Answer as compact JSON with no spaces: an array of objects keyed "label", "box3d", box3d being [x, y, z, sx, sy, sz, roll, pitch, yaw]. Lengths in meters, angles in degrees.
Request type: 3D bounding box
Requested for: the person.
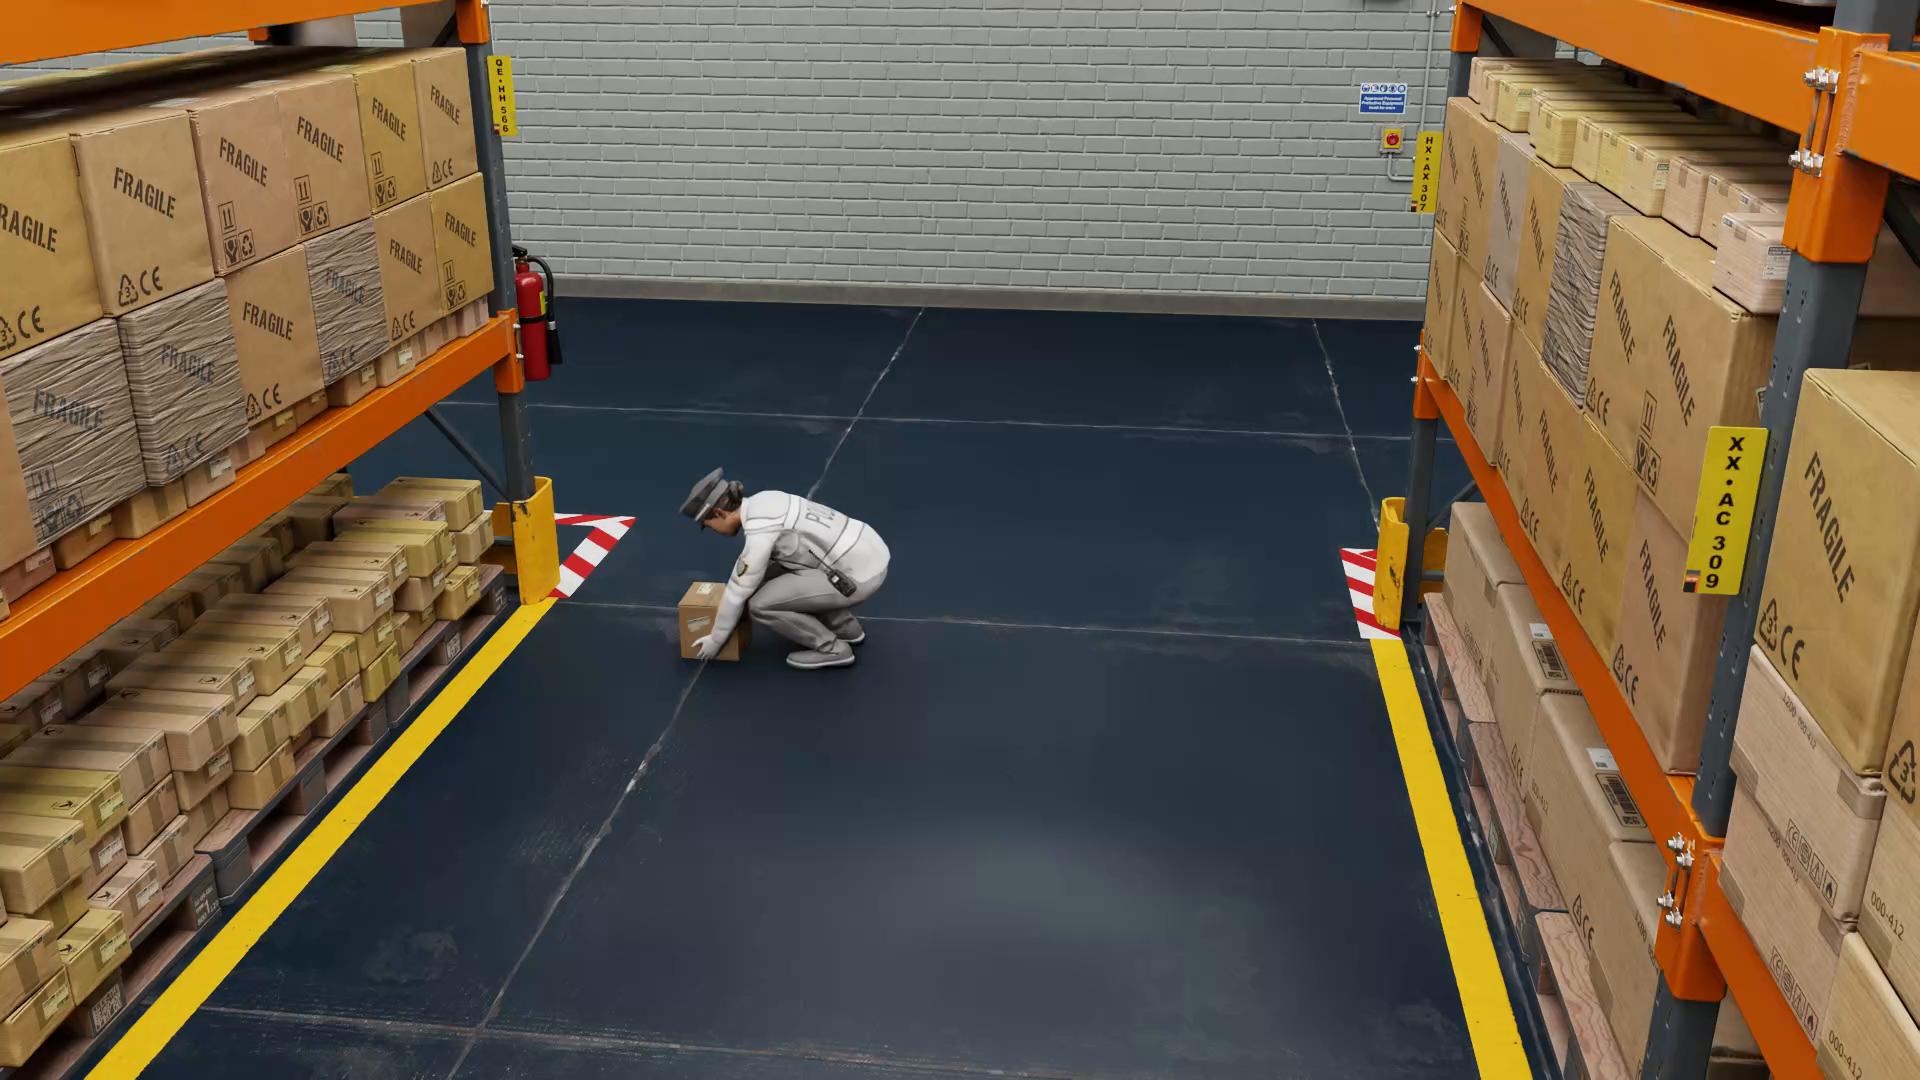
[{"label":"person","box3d":[-0.732,0.104,6.997,0.863,0.849,0.478,3,21,6]}]
